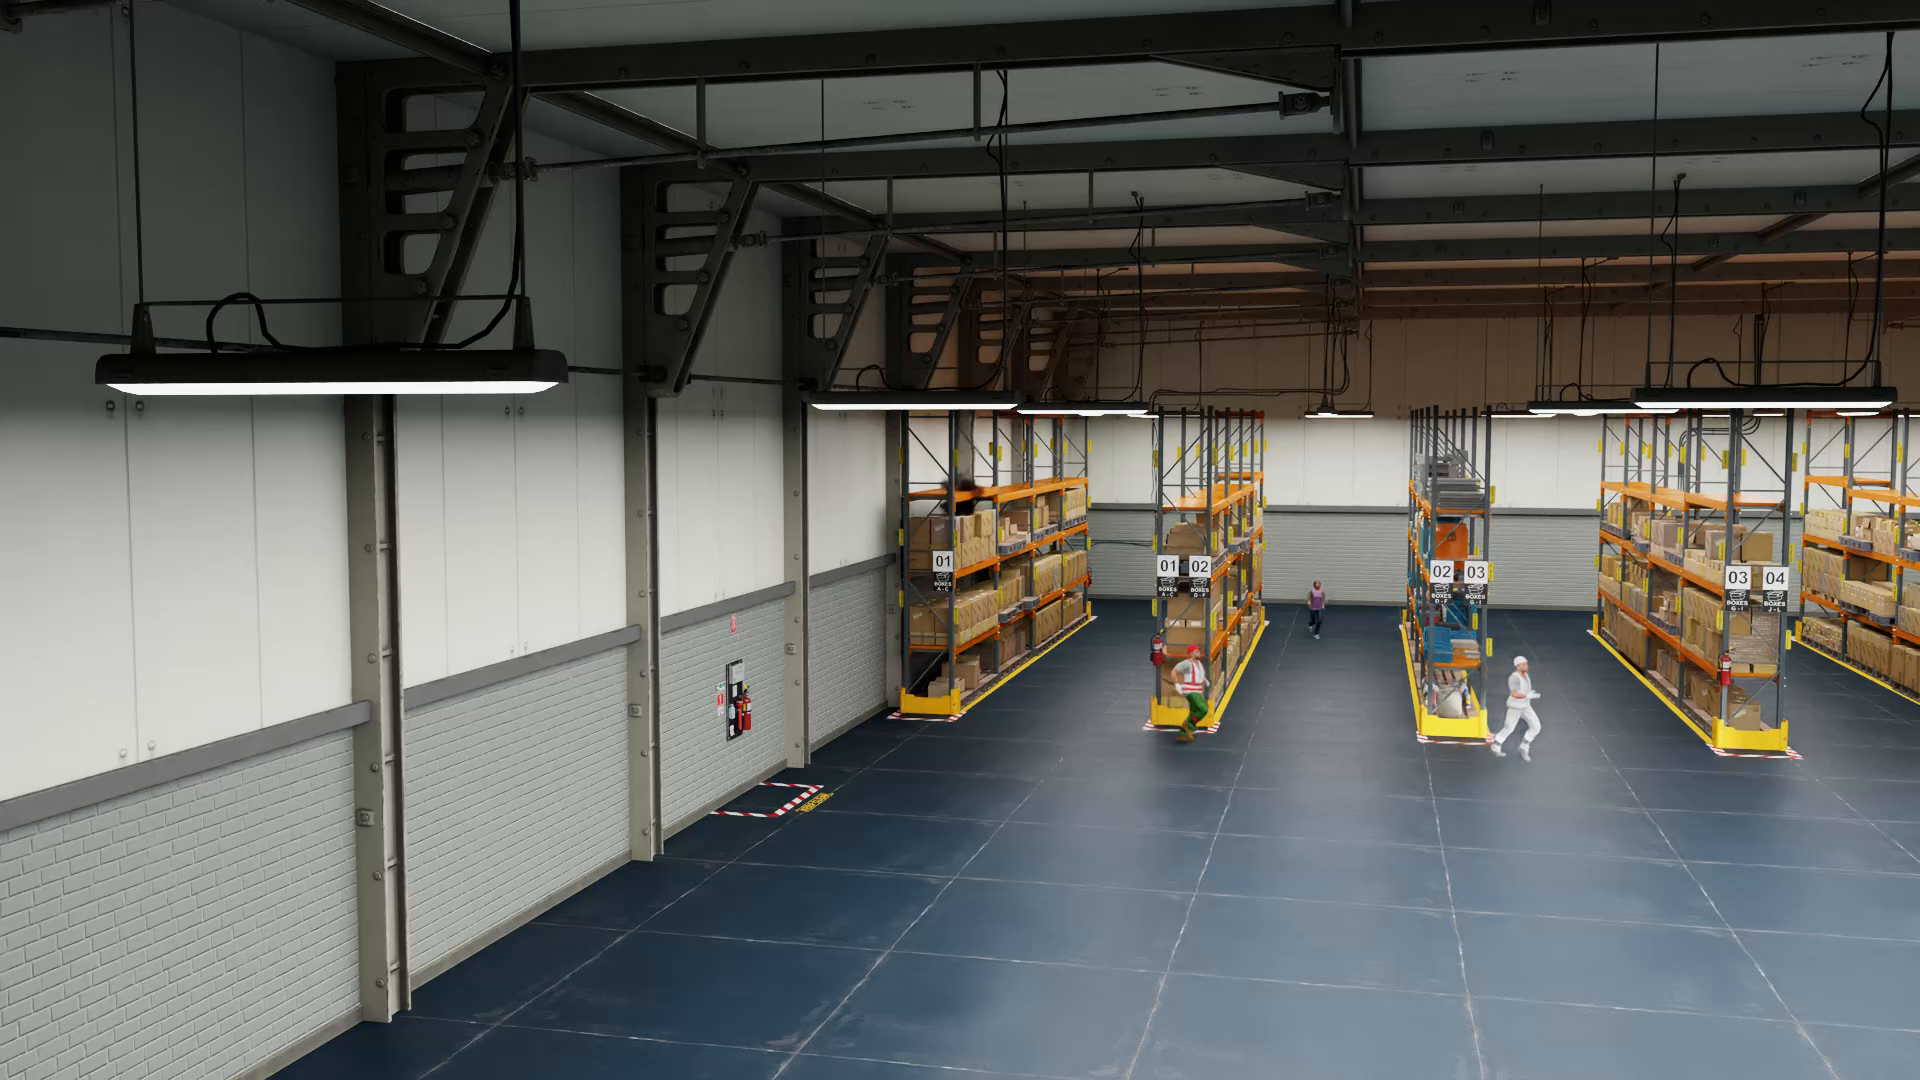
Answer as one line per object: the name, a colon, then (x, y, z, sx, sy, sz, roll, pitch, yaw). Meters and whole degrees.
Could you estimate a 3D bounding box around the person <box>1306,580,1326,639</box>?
person: (9.382, 1.813, 43.832, 0.522, 1.554, 0.598, 0, 4, 0)

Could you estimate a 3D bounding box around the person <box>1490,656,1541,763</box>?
person: (9.380, 2.826, 27.895, 0.676, 1.790, 0.891, -3, 5, -38)

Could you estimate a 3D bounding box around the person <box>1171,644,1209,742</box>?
person: (4.165, 2.718, 29.517, 0.648, 1.720, 0.705, 3, 5, 35)
